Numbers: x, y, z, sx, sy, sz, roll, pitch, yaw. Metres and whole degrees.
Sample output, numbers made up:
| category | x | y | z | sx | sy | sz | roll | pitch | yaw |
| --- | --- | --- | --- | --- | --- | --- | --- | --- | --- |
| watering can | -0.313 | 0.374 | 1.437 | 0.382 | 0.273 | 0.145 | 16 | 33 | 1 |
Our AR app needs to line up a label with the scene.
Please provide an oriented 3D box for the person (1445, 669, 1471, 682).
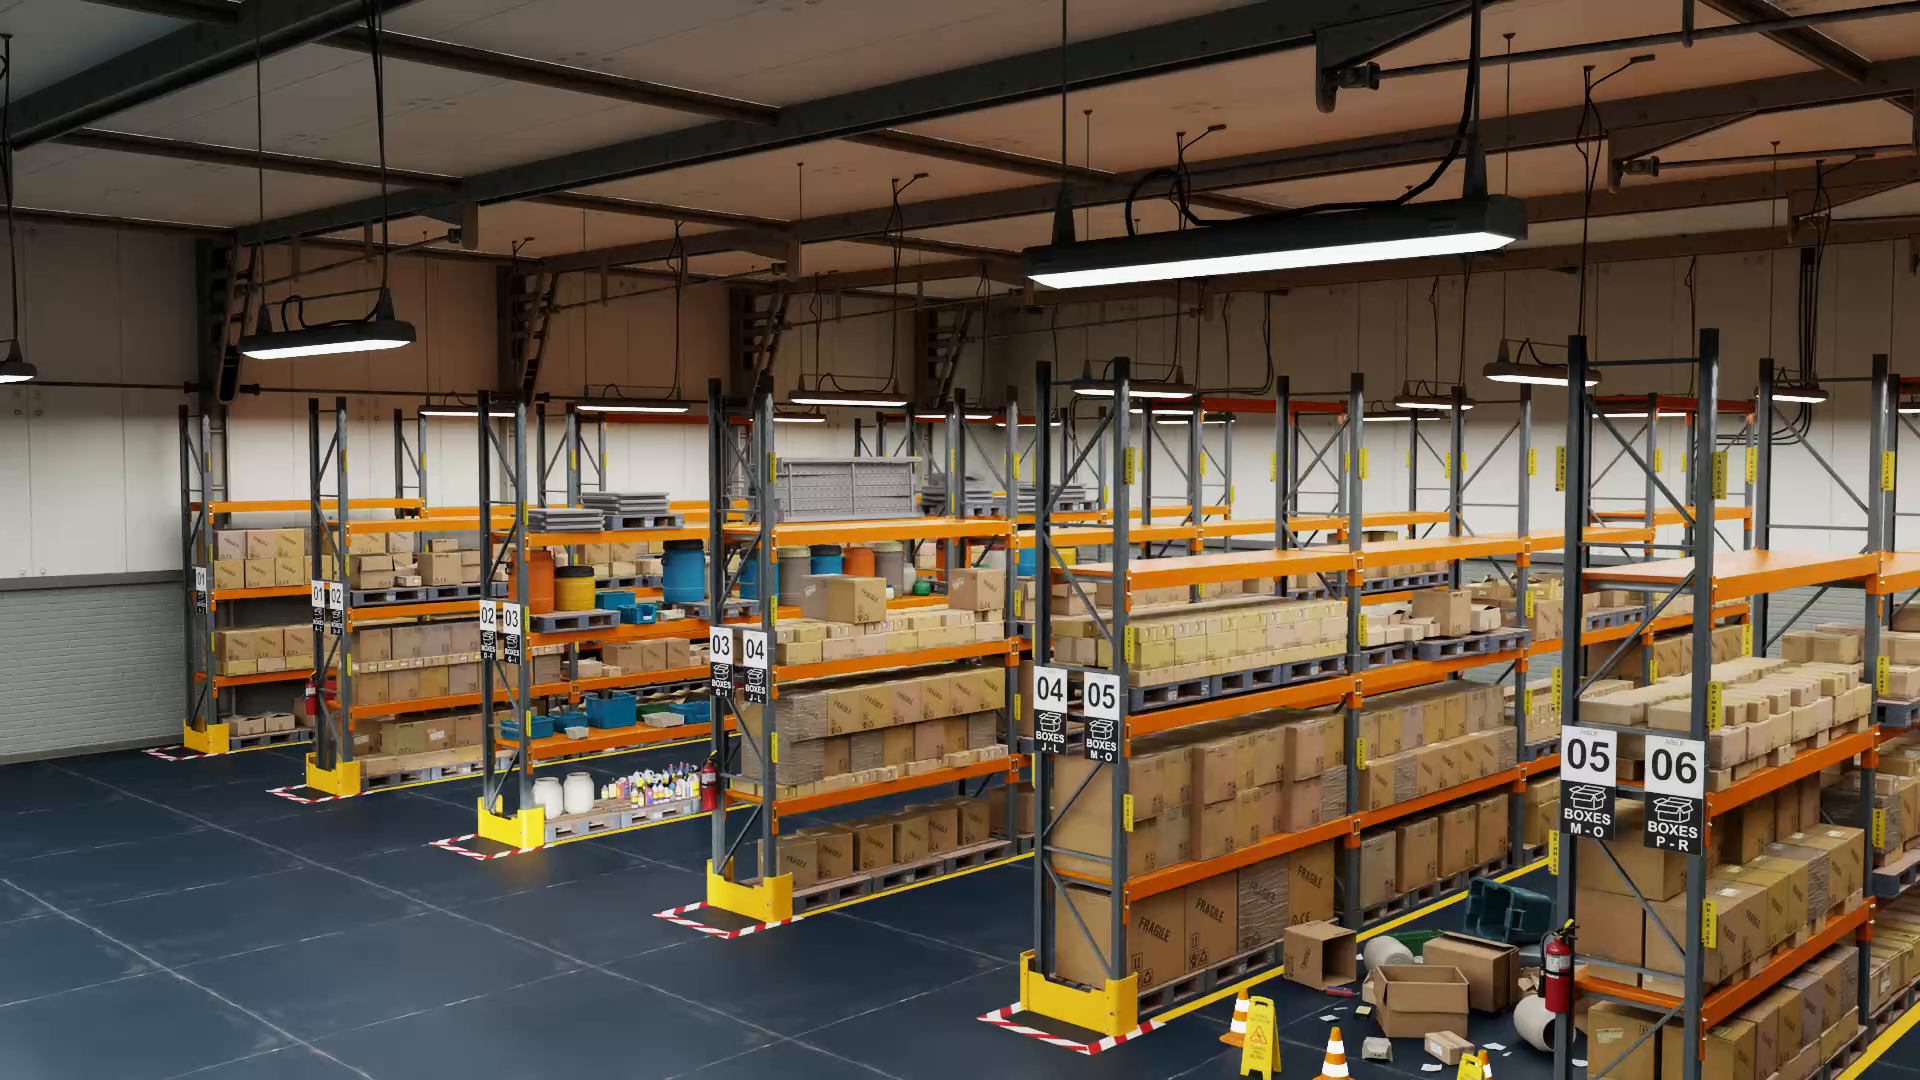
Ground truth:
| category | x | y | z | sx | sy | sz | roll | pitch | yaw |
| --- | --- | --- | --- | --- | --- | --- | --- | --- | --- |
| person | 8.199 | 2.891 | 27.363 | 0.659 | 1.703 | 0.649 | 3 | 4 | 44 |

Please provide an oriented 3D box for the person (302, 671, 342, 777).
| category | x | y | z | sx | sy | sz | roll | pitch | yaw |
| --- | --- | --- | --- | --- | --- | --- | --- | --- | --- |
| person | -10.256 | 2.896 | 26.879 | 0.689 | 1.754 | 0.945 | 2 | 4 | 36 |
